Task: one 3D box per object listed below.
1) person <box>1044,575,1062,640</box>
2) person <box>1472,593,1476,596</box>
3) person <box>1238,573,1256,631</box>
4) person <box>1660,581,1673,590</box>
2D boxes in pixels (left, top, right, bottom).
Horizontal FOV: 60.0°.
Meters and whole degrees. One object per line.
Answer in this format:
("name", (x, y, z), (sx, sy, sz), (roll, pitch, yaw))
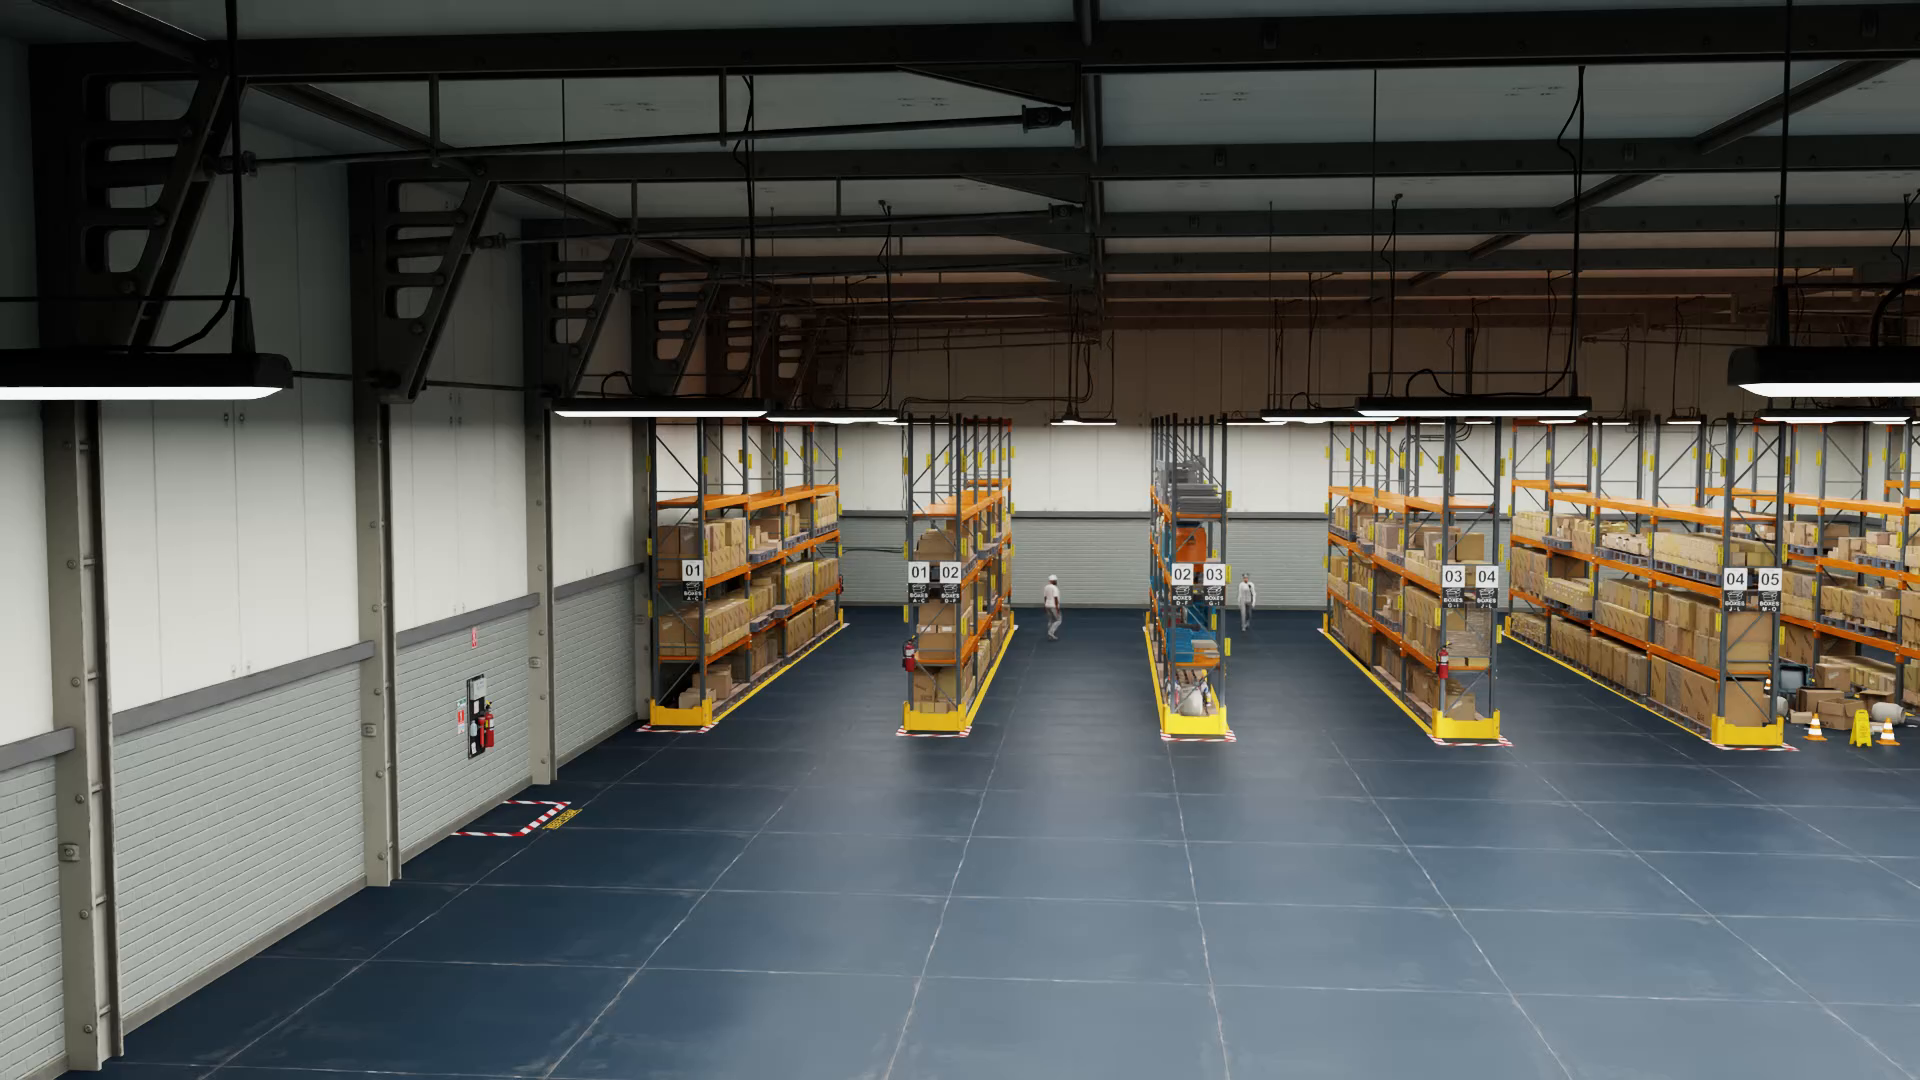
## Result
("person", (2.470, 1.825, 44.894), (0.486, 1.767, 0.614), (-2, 5, -32))
("person", (14.096, 1.842, 45.152), (0.576, 1.768, 0.393), (-2, 4, -23))
("person", (8.106, 1.729, 46.998), (0.480, 1.635, 0.872), (0, 4, 3))
("person", (18.650, 1.882, 43.721), (0.529, 1.766, 0.541), (-2, 5, -32))
